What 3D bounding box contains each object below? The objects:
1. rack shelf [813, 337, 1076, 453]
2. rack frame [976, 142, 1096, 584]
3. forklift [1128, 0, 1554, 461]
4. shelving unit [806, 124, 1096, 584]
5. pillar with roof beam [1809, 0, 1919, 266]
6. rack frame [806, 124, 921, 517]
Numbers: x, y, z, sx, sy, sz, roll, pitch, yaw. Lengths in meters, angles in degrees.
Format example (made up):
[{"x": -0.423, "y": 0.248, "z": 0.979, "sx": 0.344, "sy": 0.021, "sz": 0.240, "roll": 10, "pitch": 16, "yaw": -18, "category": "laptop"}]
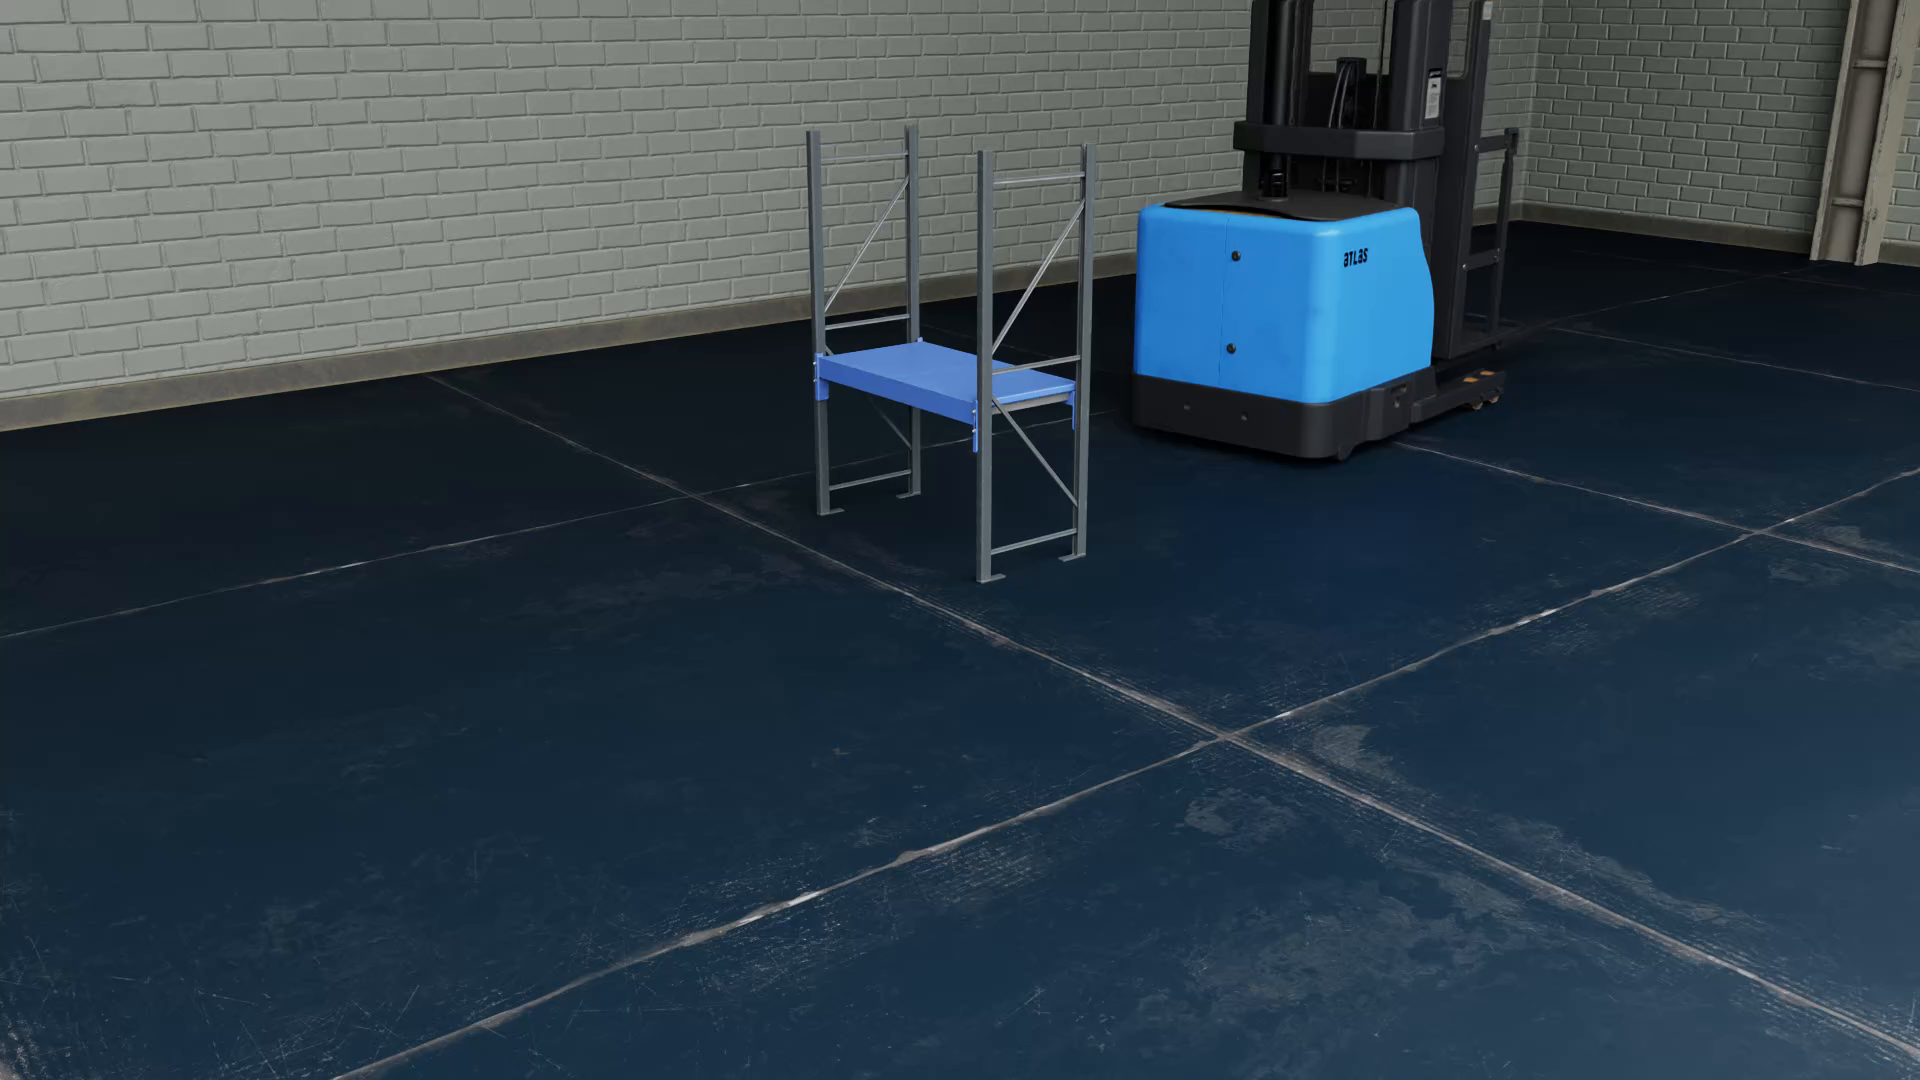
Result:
[{"x": -0.053, "y": -0.562, "z": 6.247, "sx": 0.538, "sy": 0.185, "sz": 1.000, "roll": -14, "pitch": 23, "yaw": -36, "category": "rack shelf"}, {"x": 0.263, "y": -0.608, "z": 5.812, "sx": 0.500, "sy": 1.500, "sz": 0.032, "roll": -14, "pitch": 23, "yaw": -36, "category": "rack frame"}, {"x": 2.128, "y": -2.131, "z": 8.135, "sx": 1.130, "sy": 2.935, "sz": 3.031, "roll": 15, "pitch": 24, "yaw": 38, "category": "forklift"}, {"x": -0.053, "y": -0.733, "z": 6.190, "sx": 0.538, "sy": 1.500, "sz": 1.048, "roll": -14, "pitch": 23, "yaw": -36, "category": "shelving unit"}, {"x": 3.492, "y": -5.602, "z": 8.966, "sx": 9.100, "sy": 9.000, "sz": 0.400, "roll": -14, "pitch": 23, "yaw": -36, "category": "pillar with roof beam"}, {"x": -0.369, "y": -0.858, "z": 6.568, "sx": 0.500, "sy": 1.500, "sz": 0.032, "roll": -14, "pitch": 23, "yaw": -36, "category": "rack frame"}]
